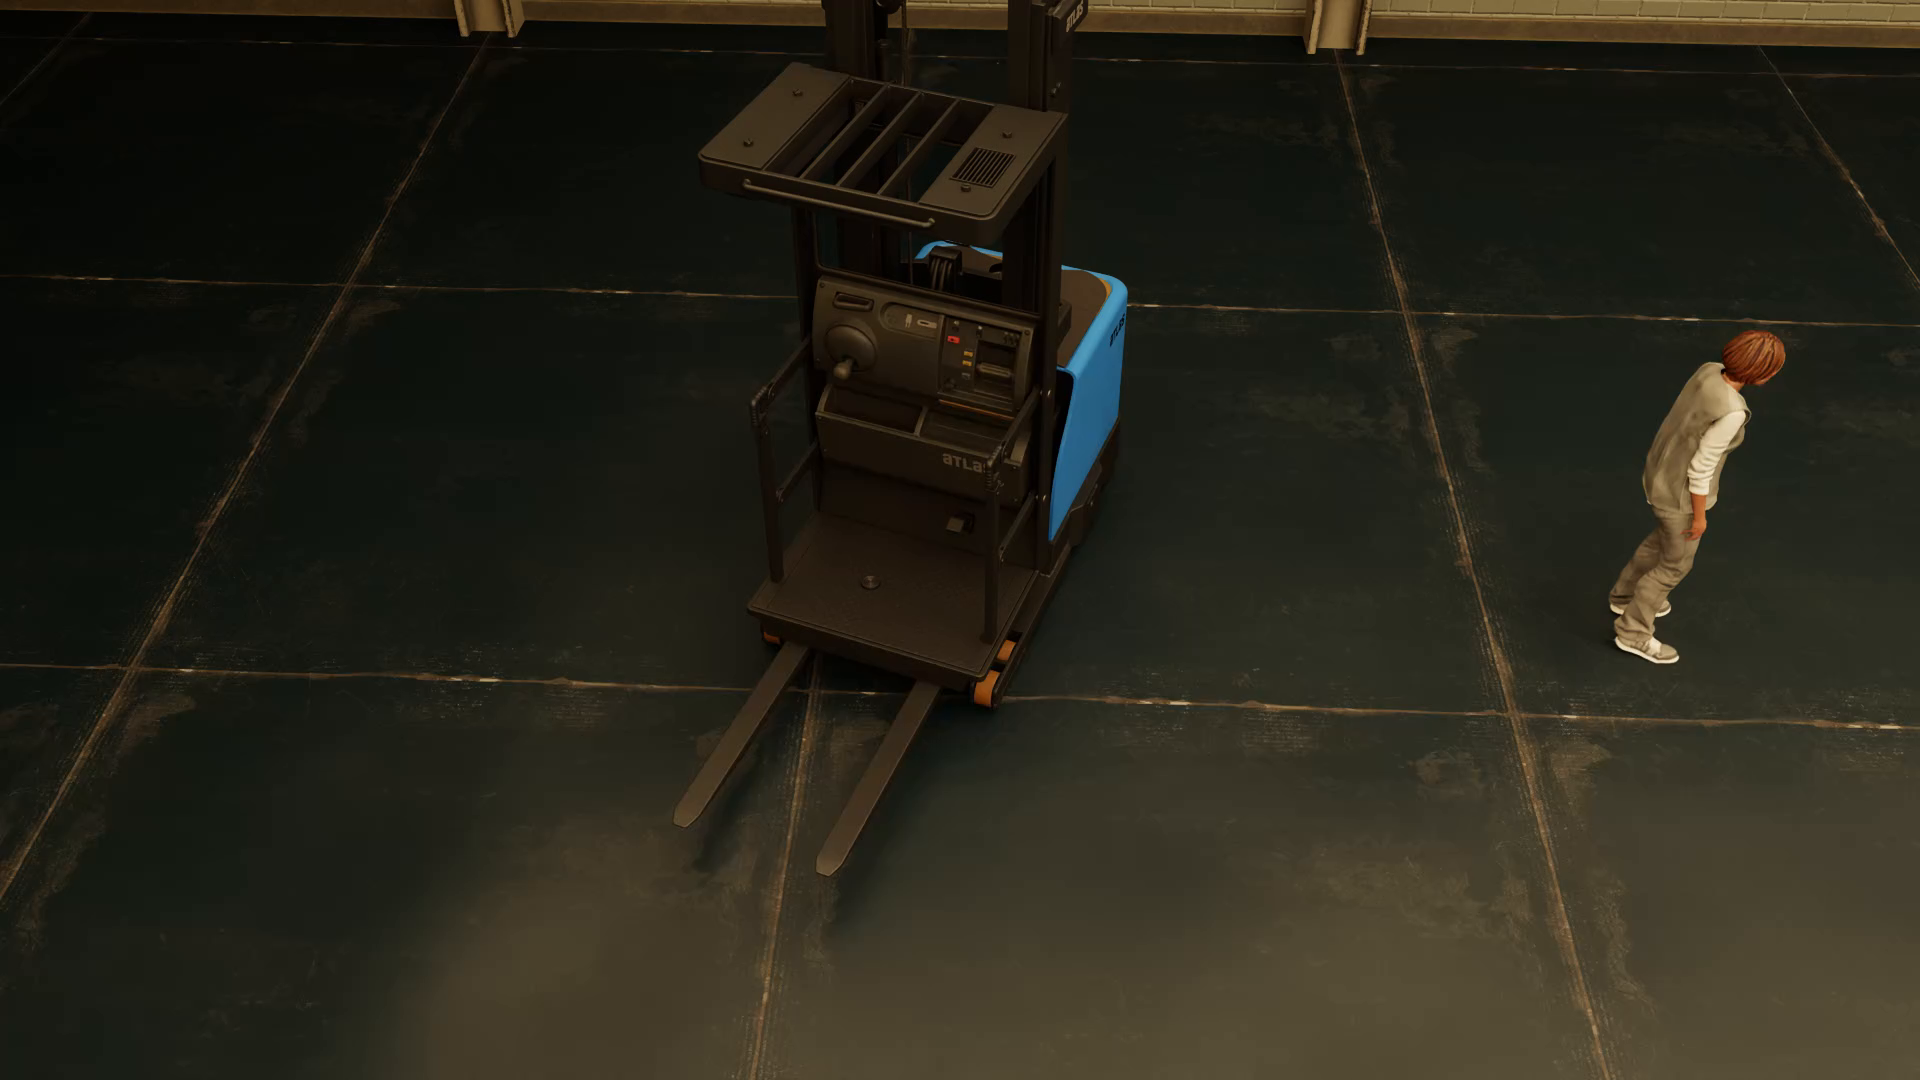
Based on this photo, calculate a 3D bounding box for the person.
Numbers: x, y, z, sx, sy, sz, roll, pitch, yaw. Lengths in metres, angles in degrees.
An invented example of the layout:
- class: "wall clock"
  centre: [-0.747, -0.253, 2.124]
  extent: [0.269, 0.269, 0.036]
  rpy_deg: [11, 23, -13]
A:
- class: "person"
  centre: [3.036, -0.201, 6.958]
  extent: [0.348, 1.590, 0.470]
  rpy_deg: [7, 43, 7]

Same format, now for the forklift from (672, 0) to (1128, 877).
- class: "forklift"
  centre: [-0.234, -0.691, 6.499]
  extent: [1.130, 2.935, 3.031]
  rpy_deg: [15, 45, 16]
